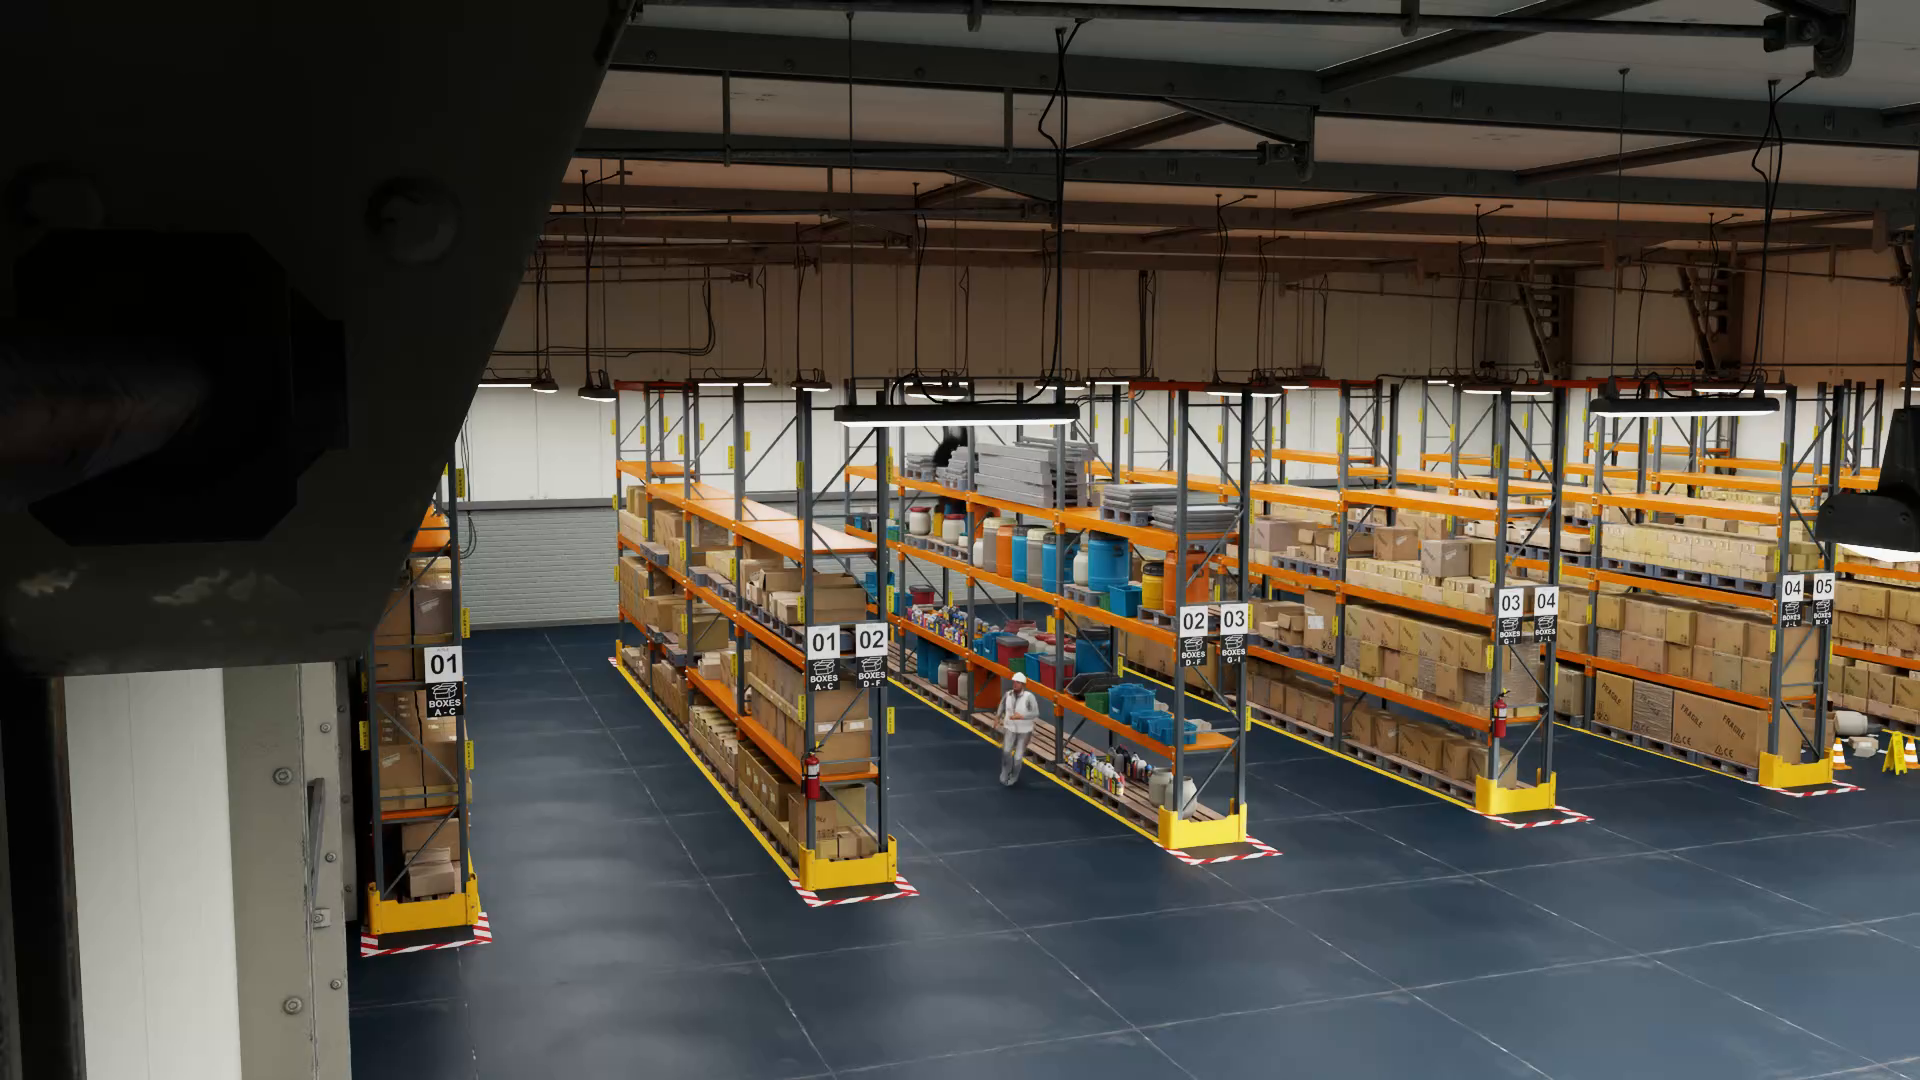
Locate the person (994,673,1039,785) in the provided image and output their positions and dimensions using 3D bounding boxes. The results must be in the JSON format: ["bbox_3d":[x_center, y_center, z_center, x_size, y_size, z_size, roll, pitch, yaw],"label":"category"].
[{"bbox_3d":[0.837,2.842,24.922,0.718,1.734,0.639,1,6,10],"label":"person"}]

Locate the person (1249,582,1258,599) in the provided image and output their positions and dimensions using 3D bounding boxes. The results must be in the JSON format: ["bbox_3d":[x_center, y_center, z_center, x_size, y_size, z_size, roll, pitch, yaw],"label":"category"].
[{"bbox_3d":[7.254,1.094,41.379,0.821,1.763,0.763,0,6,4],"label":"person"}]

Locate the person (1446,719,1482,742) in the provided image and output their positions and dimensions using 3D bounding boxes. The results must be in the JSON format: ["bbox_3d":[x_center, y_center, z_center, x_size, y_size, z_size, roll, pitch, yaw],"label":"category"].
[{"bbox_3d":[8.631,2.498,28.278,0.653,1.798,0.981,-3,7,-30],"label":"person"}]
